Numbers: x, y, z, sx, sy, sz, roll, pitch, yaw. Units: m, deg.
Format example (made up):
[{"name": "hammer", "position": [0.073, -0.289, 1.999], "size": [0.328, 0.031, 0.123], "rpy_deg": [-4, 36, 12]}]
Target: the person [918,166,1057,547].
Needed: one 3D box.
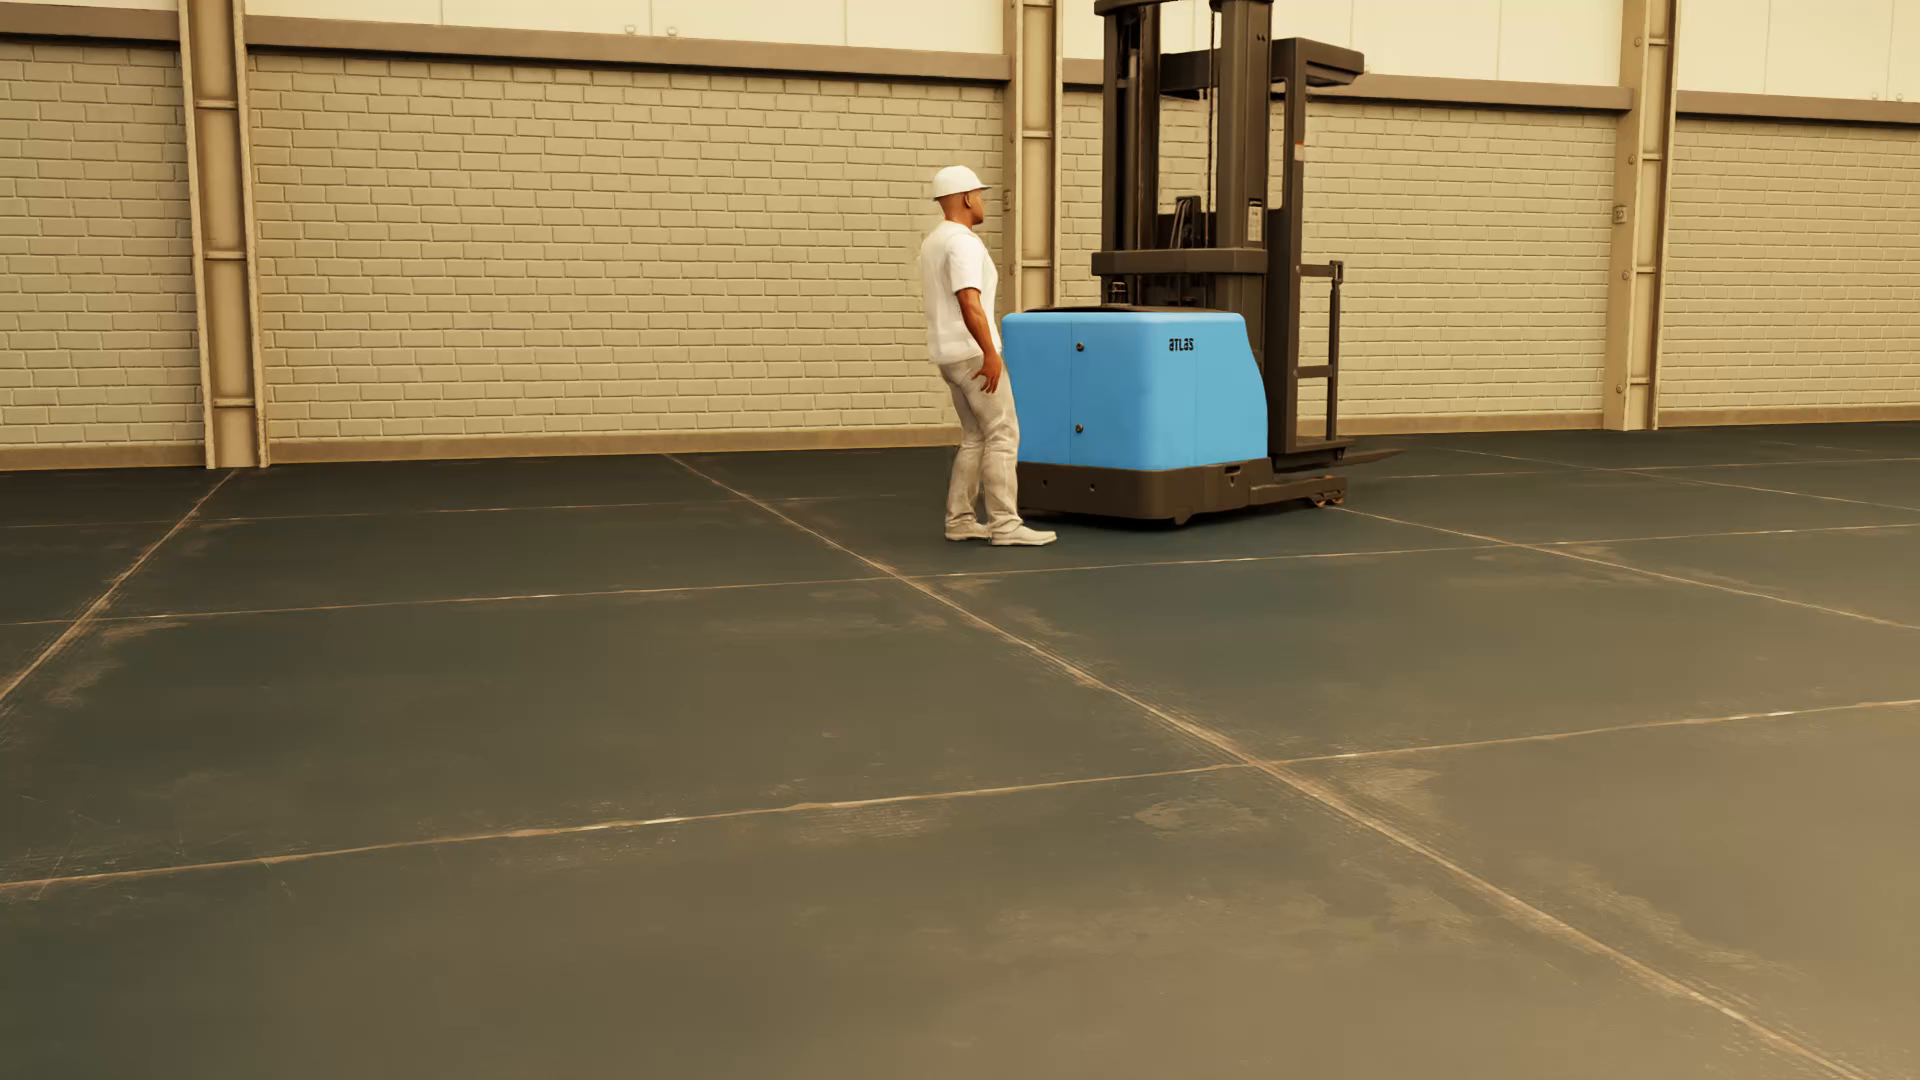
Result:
[{"name": "person", "position": [0.111, -0.868, 7.838], "size": [0.566, 1.755, 0.691], "rpy_deg": [-2, 8, -16]}]

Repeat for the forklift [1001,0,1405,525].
[{"name": "forklift", "position": [1.547, -1.674, 9.356], "size": [1.130, 2.935, 3.031], "rpy_deg": [7, 10, 41]}]
